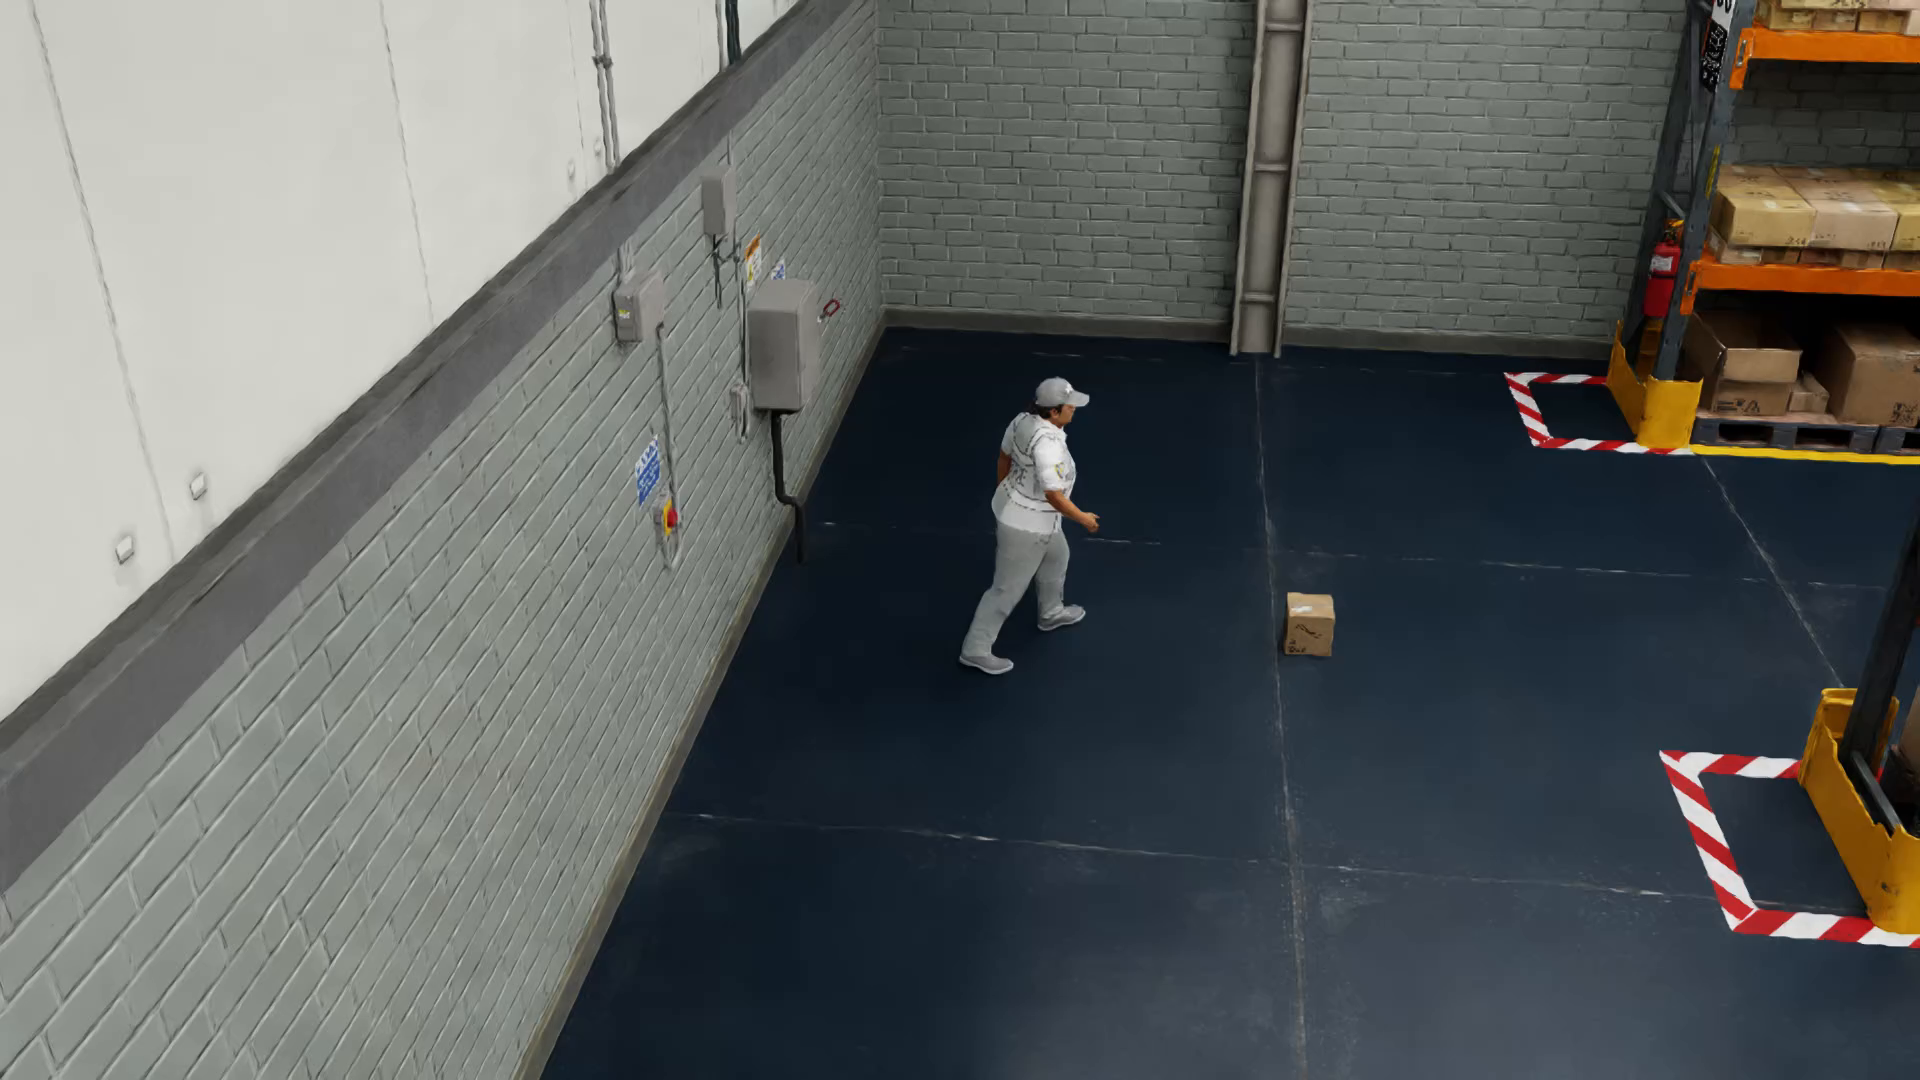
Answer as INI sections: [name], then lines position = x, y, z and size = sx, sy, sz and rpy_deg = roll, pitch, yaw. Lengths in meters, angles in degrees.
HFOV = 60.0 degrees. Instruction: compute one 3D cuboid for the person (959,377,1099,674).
[person]
position = 0.361, -0.110, 8.851
size = 0.779, 1.612, 0.627
rpy_deg = -4, 29, -7
